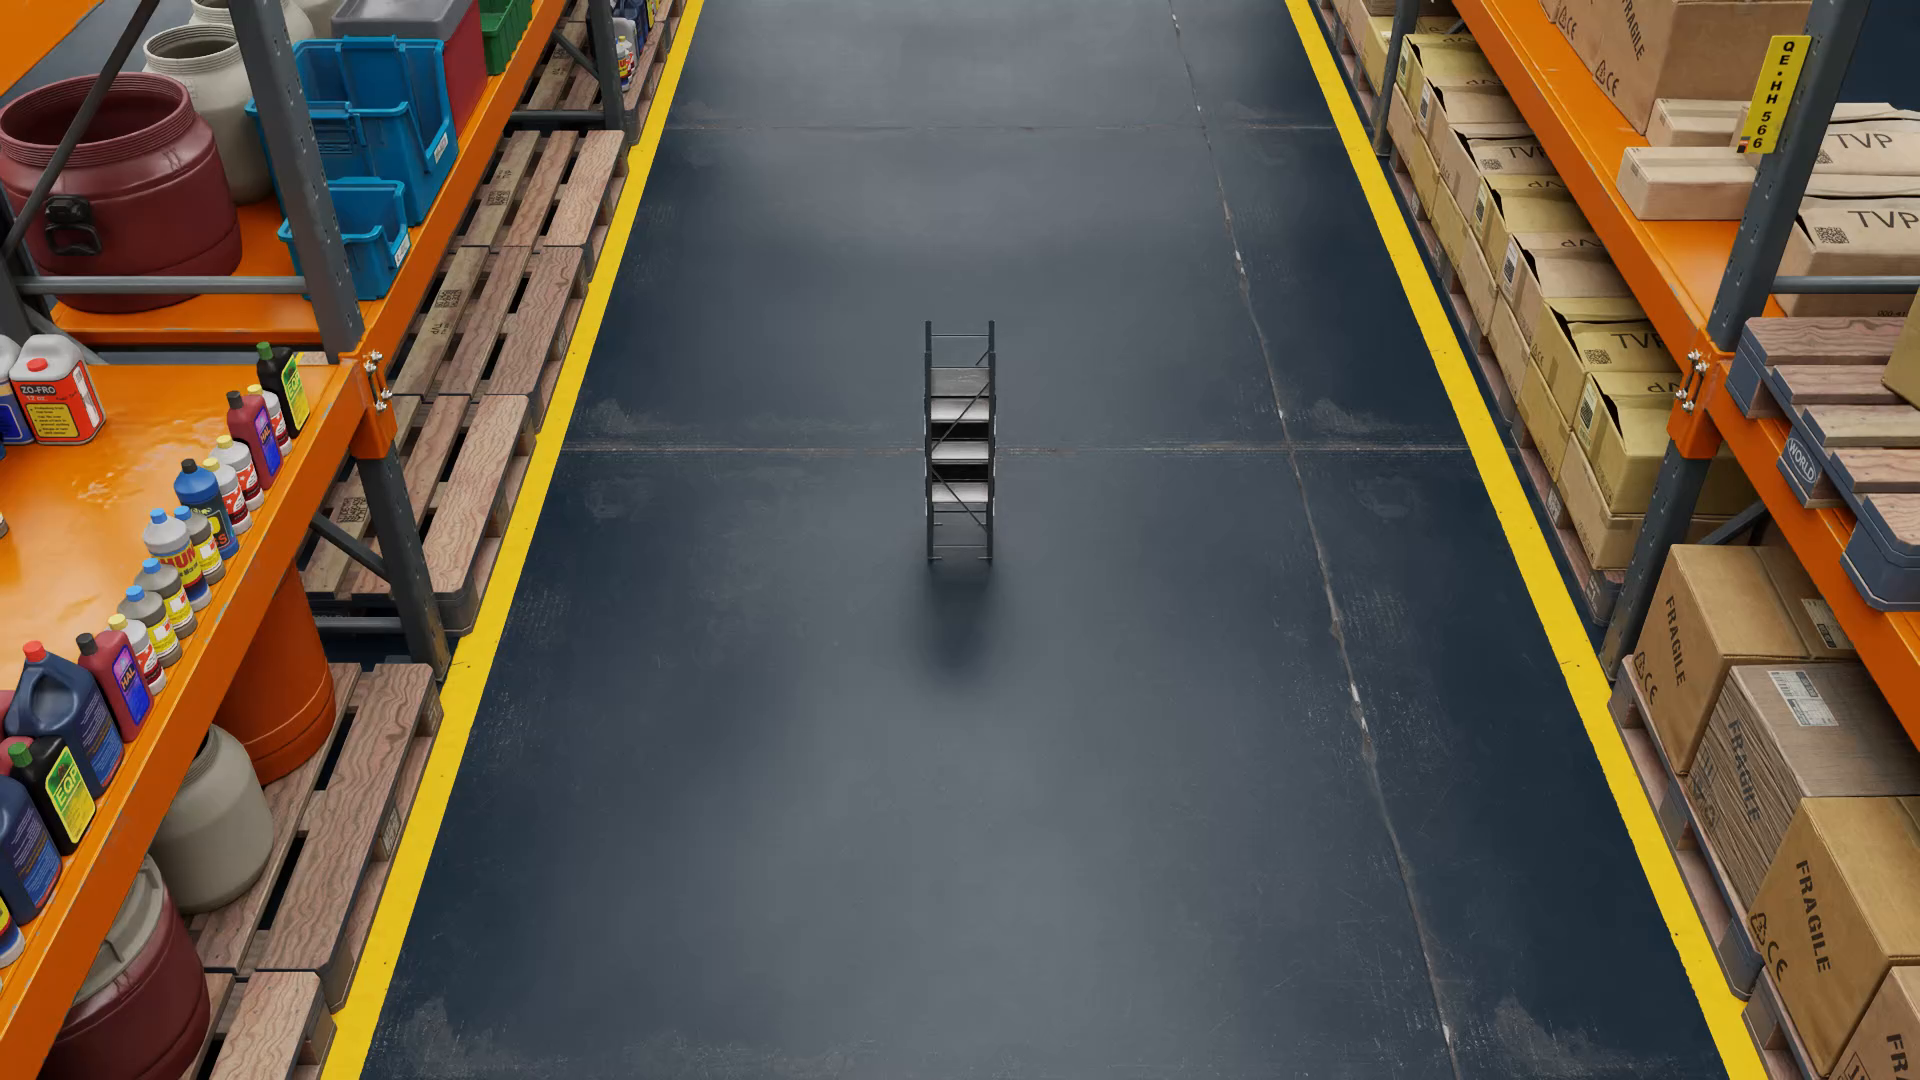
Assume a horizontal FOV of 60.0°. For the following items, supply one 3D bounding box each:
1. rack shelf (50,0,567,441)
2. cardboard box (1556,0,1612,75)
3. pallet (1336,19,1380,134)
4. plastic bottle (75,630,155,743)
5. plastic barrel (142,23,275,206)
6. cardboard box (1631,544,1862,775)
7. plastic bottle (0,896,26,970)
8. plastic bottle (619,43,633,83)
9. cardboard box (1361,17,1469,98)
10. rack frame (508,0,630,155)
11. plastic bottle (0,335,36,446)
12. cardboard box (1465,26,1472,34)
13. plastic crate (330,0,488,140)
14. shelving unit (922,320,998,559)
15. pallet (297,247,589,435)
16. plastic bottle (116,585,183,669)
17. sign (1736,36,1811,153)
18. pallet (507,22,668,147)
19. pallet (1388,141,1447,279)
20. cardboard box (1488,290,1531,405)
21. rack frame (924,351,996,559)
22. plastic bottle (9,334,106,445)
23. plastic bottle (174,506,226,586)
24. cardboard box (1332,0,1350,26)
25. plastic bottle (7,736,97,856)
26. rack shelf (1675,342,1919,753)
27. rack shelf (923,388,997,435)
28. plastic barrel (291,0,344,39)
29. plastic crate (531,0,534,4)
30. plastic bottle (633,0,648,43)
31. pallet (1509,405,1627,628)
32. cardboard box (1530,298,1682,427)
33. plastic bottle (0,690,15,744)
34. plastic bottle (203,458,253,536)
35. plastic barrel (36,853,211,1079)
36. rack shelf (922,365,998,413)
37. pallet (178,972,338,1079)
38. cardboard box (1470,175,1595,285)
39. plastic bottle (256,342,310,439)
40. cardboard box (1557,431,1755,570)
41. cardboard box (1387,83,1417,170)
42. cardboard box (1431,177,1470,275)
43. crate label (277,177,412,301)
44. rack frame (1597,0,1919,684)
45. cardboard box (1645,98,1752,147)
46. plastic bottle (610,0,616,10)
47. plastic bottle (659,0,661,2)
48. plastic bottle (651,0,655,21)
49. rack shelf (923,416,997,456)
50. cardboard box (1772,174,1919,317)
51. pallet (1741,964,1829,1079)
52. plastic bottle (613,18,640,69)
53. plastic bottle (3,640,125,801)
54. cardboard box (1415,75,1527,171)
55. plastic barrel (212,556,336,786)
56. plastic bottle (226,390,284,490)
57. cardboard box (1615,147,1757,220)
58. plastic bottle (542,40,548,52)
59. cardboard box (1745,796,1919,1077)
[{"bbox_3d":[-2.256,-1.691,6.537,1.077,0.370,4.000,0,39,0],"label":"rack shelf"},{"bbox_3d":[2.681,-2.140,6.442,0.500,0.500,0.500,0,39,0],"label":"cardboard box"},{"bbox_3d":[2.736,-2.633,9.367,1.003,0.211,1.213,0,39,0],"label":"pallet"},{"bbox_3d":[-1.825,0.291,3.581,0.061,0.283,0.133,0,39,0],"label":"plastic bottle"},{"bbox_3d":[-2.468,-1.408,5.519,0.421,0.512,0.421,0,39,0],"label":"plastic barrel"},{"bbox_3d":[2.415,0.366,5.042,0.500,0.500,0.500,2,39,2],"label":"cardboard box"},{"bbox_3d":[-1.843,0.683,3.102,0.097,0.271,0.097,0,39,0],"label":"plastic bottle"},{"bbox_3d":[-1.820,-2.566,8.939,0.097,0.201,0.097,0,39,0],"label":"plastic bottle"},{"bbox_3d":[2.476,-2.605,8.965,0.500,0.250,0.500,0,39,0],"label":"cardboard box"},{"bbox_3d":[-2.258,-3.223,7.873,1.000,3.000,0.127,0,39,0],"label":"rack frame"},{"bbox_3d":[-2.576,-0.402,4.452,0.152,0.276,0.135,0,39,0],"label":"plastic bottle"},{"bbox_3d":[2.998,-2.605,8.965,0.500,0.250,0.500,0,39,0],"label":"cardboard box"},{"bbox_3d":[-1.949,-1.757,5.993,0.402,0.464,0.583,0,39,0],"label":"plastic crate"},{"bbox_3d":[0.000,-0.346,5.962,0.258,0.900,0.210,0,39,0],"label":"shelving unit"},{"bbox_3d":[-2.214,-0.879,7.178,1.003,0.211,1.213,0,39,0],"label":"pallet"},{"bbox_3d":[-1.844,0.190,3.773,0.097,0.201,0.097,0,39,0],"label":"plastic bottle"},{"bbox_3d":[2.145,-1.172,4.388,0.100,0.325,0.005,0,39,0],"label":"sign"},{"bbox_3d":[-2.217,-2.555,9.269,1.003,0.211,1.213,0,39,0],"label":"pallet"},{"bbox_3d":[2.735,-1.675,8.172,1.003,0.211,1.213,0,39,0],"label":"pallet"},{"bbox_3d":[2.454,-0.779,6.687,0.500,0.250,0.500,1,39,1],"label":"cardboard box"},{"bbox_3d":[0.000,-0.282,5.883,0.240,0.900,0.006,0,39,0],"label":"rack frame"},{"bbox_3d":[-2.424,-0.402,4.453,0.152,0.276,0.135,0,39,0],"label":"plastic bottle"},{"bbox_3d":[-1.844,0.008,4.000,0.097,0.201,0.097,0,39,0],"label":"plastic bottle"},{"bbox_3d":[2.470,-3.230,9.745,0.500,0.250,0.500,0,39,0],"label":"cardboard box"},{"bbox_3d":[-1.825,0.491,3.333,0.061,0.283,0.133,0,39,0],"label":"plastic bottle"},{"bbox_3d":[2.702,0.809,3.417,1.077,0.370,4.000,0,39,0],"label":"rack shelf"},{"bbox_3d":[0.000,-0.461,5.871,0.258,0.077,0.200,0,39,0],"label":"rack shelf"},{"bbox_3d":[-2.475,-1.948,6.174,0.433,0.535,0.433,0,39,0],"label":"plastic barrel"},{"bbox_3d":[-1.946,-2.527,7.017,0.392,0.384,0.575,0,39,0],"label":"plastic crate"},{"bbox_3d":[-1.844,-2.984,9.341,0.144,0.351,0.185,-2,39,-2],"label":"plastic bottle"},{"bbox_3d":[2.738,-0.149,6.268,1.003,0.211,1.213,0,39,0],"label":"pallet"},{"bbox_3d":[2.446,-0.685,6.120,0.500,0.311,0.500,-1,39,-1],"label":"cardboard box"},{"bbox_3d":[-1.969,0.407,3.437,0.061,0.283,0.133,0,39,0],"label":"plastic bottle"},{"bbox_3d":[-1.844,-0.114,4.152,0.097,0.201,0.097,0,39,0],"label":"plastic bottle"},{"bbox_3d":[-2.235,1.068,4.111,0.600,0.588,0.708,0,39,0],"label":"plastic barrel"},{"bbox_3d":[0.000,-0.531,5.814,0.258,0.077,0.200,0,39,0],"label":"rack shelf"},{"bbox_3d":[-2.212,1.621,4.059,1.003,0.211,1.213,0,39,0],"label":"pallet"},{"bbox_3d":[2.450,-1.314,6.905,0.500,0.311,0.500,1,39,1],"label":"cardboard box"},{"bbox_3d":[-1.826,-0.423,4.473,0.061,0.283,0.133,0,39,0],"label":"plastic bottle"},{"bbox_3d":[2.455,-0.142,5.892,0.500,0.250,0.500,1,39,1],"label":"cardboard box"},{"bbox_3d":[2.448,-2.063,8.288,0.500,0.250,0.500,-1,39,-1],"label":"cardboard box"},{"bbox_3d":[2.451,-1.419,7.485,0.500,0.250,0.500,-1,39,-1],"label":"cardboard box"},{"bbox_3d":[-1.879,-0.920,5.133,0.303,0.233,0.416,0,39,0],"label":"crate label"},{"bbox_3d":[2.700,-0.723,4.753,1.000,3.000,0.127,0,39,0],"label":"rack frame"},{"bbox_3d":[2.642,-1.422,5.827,0.380,0.149,0.250,3,39,3],"label":"cardboard box"},{"bbox_3d":[-1.965,-2.926,9.332,0.097,0.271,0.097,0,39,0],"label":"plastic bottle"},{"bbox_3d":[-1.845,-3.366,9.818,0.144,0.351,0.185,1,39,2],"label":"plastic bottle"},{"bbox_3d":[-1.821,-3.103,9.609,0.097,0.201,0.097,0,39,0],"label":"plastic bottle"},{"bbox_3d":[0.000,-0.390,5.927,0.258,0.077,0.200,0,39,0],"label":"rack shelf"},{"bbox_3d":[2.743,-0.915,5.065,0.500,0.311,0.500,2,39,3],"label":"cardboard box"},{"bbox_3d":[2.661,1.593,4.093,1.003,0.211,1.213,0,39,0],"label":"pallet"},{"bbox_3d":[-1.848,-2.733,9.088,0.152,0.276,0.135,1,39,2],"label":"plastic bottle"},{"bbox_3d":[-1.867,0.365,3.436,0.144,0.351,0.185,0,39,0],"label":"plastic bottle"},{"bbox_3d":[2.442,-1.962,7.714,0.500,0.311,0.500,0,39,-1],"label":"cardboard box"},{"bbox_3d":[-2.236,0.267,4.917,0.600,0.830,0.708,0,39,0],"label":"plastic barrel"},{"bbox_3d":[-1.826,-0.279,4.293,0.061,0.283,0.133,0,39,0],"label":"plastic bottle"},{"bbox_3d":[2.423,-1.187,5.533,0.380,0.149,0.250,0,39,0],"label":"cardboard box"},{"bbox_3d":[-2.399,-2.870,9.259,0.152,0.276,0.135,0,39,0],"label":"plastic bottle"},{"bbox_3d":[2.416,1.007,4.242,0.500,0.500,0.500,-1,39,-1],"label":"cardboard box"}]
